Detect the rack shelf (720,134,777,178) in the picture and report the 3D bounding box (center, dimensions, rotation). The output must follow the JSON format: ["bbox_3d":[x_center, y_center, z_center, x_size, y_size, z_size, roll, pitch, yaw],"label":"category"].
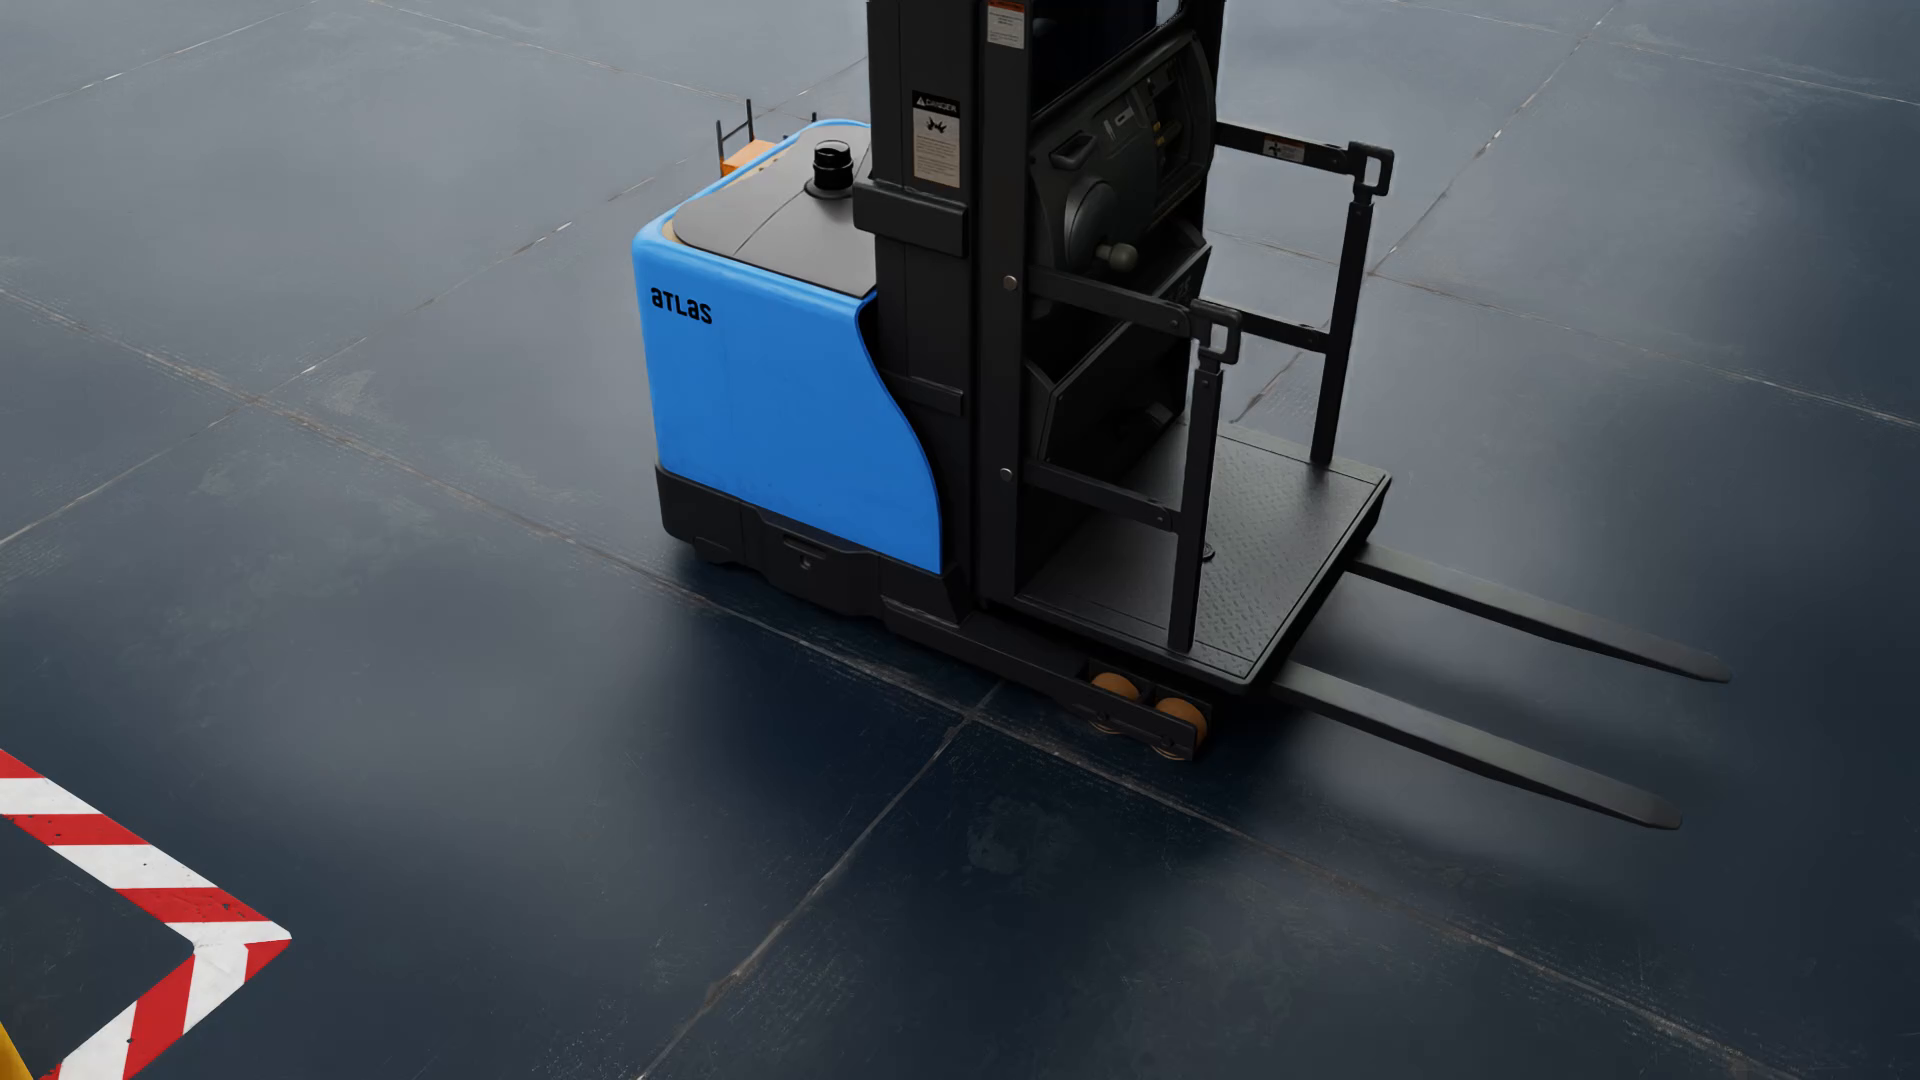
[{"bbox_3d":[-0.613,-1.144,5.425,0.240,0.259,0.215,16,41,20],"label":"rack shelf"}]

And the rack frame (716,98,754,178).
[{"bbox_3d":[-0.722,-0.961,5.635,0.008,1.050,0.200,16,41,20],"label":"rack frame"}]

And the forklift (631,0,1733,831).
[{"bbox_3d":[0.596,-0.941,4.070,3.031,2.935,1.130,20,42,24],"label":"forklift"}]

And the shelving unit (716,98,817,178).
[{"bbox_3d":[-0.612,-0.928,5.593,0.252,1.050,0.215,16,41,20],"label":"shelving unit"}]

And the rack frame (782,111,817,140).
[{"bbox_3d":[-0.503,-0.896,5.551,0.008,1.050,0.200,16,41,20],"label":"rack frame"}]
